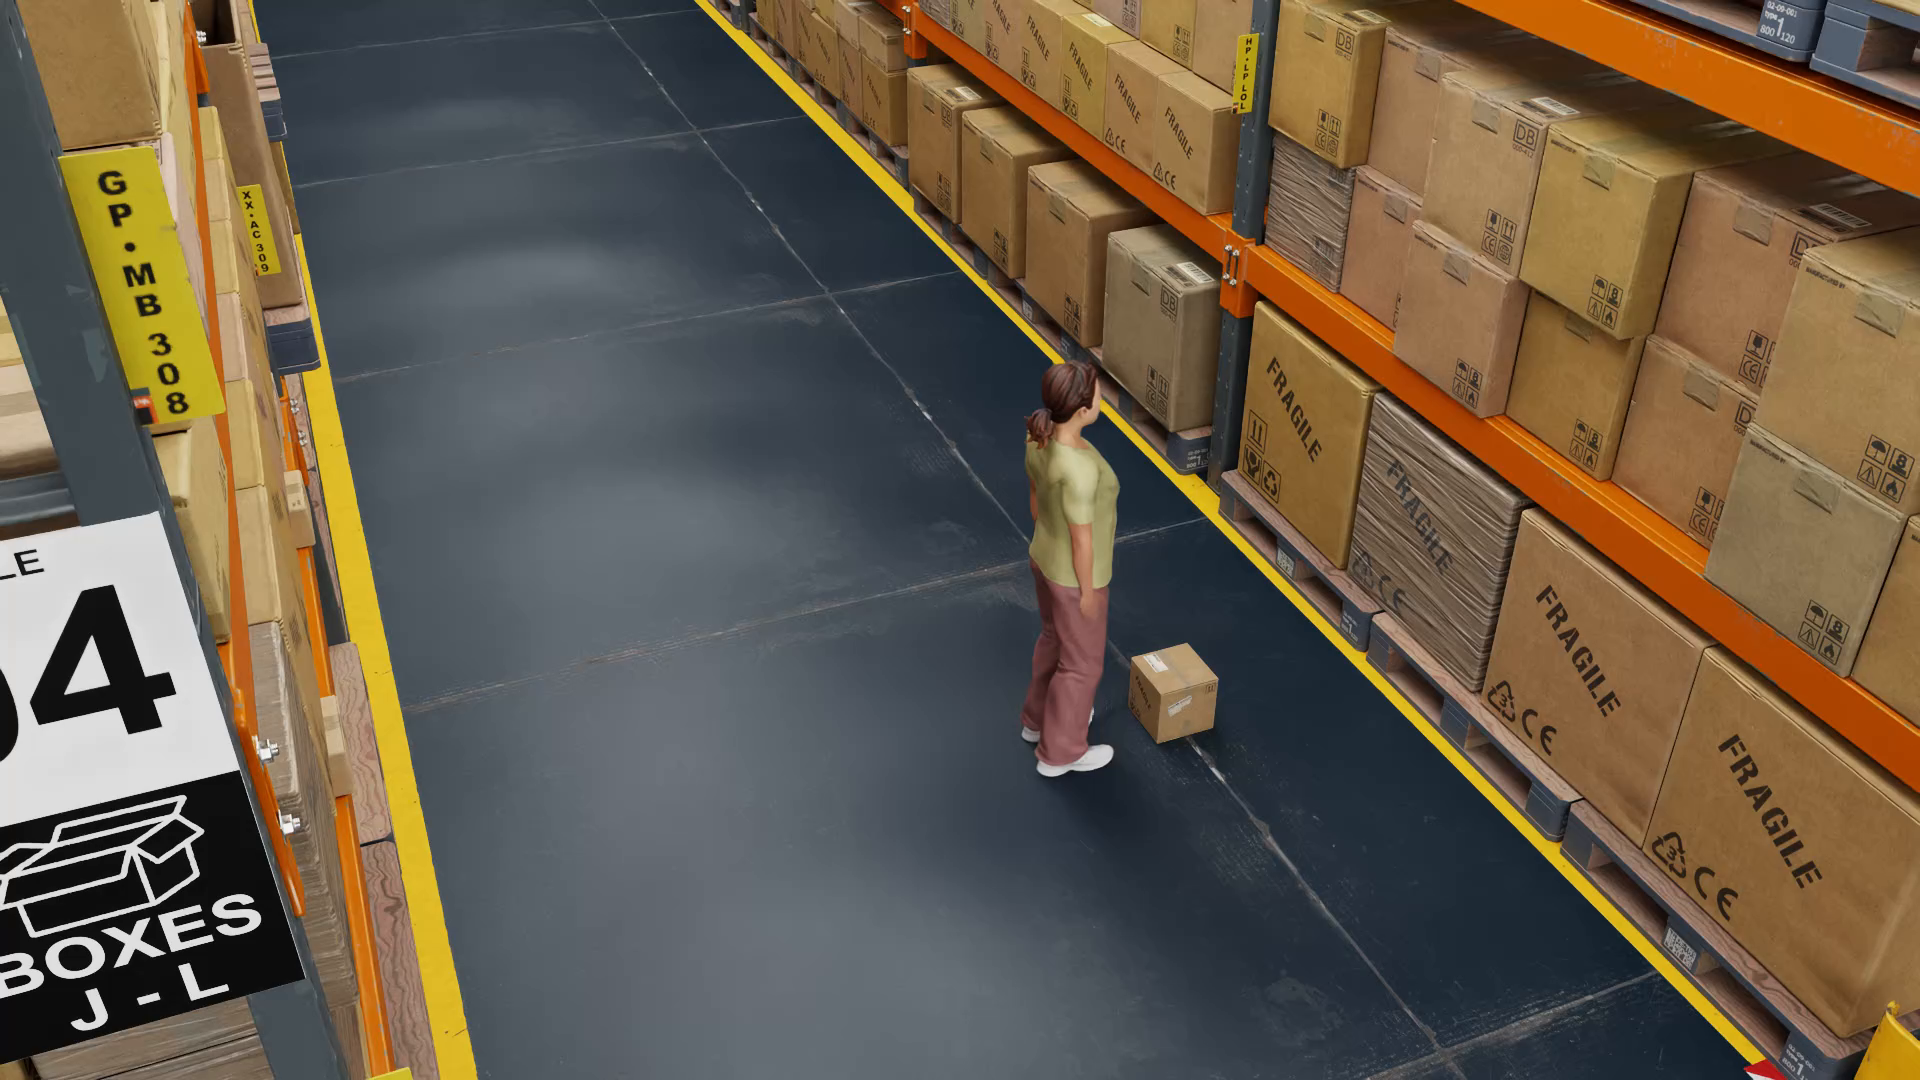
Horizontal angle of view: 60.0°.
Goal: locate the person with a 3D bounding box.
[{"bbox_3d":[0.389,0.106,5.991,0.372,1.668,0.440,-12,36,-18],"label":"person"}]
